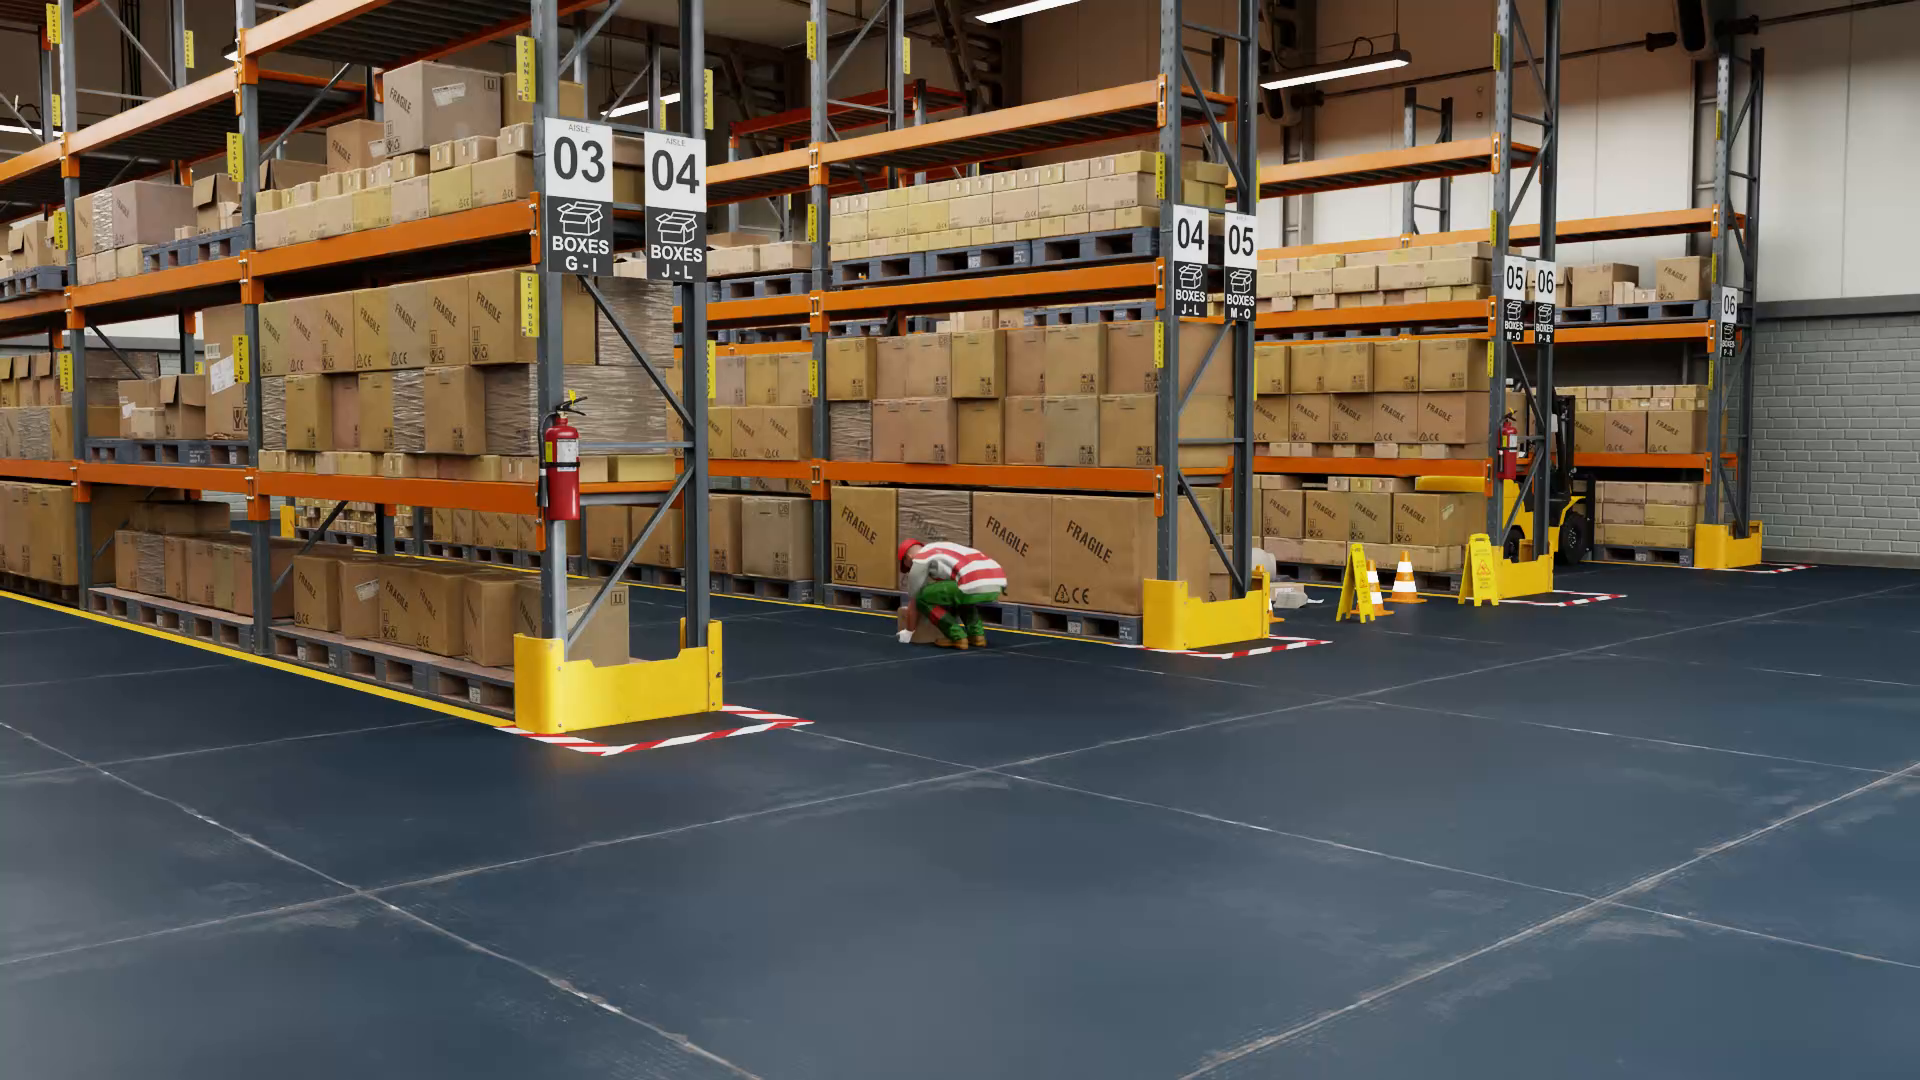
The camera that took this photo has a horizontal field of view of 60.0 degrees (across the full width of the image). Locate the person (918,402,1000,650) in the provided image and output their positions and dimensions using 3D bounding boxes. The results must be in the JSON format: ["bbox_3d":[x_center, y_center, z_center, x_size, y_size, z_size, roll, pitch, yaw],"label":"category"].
[{"bbox_3d":[-0.012,-0.112,12.180,0.515,1.792,0.553,-4,5,-44],"label":"person"}]
